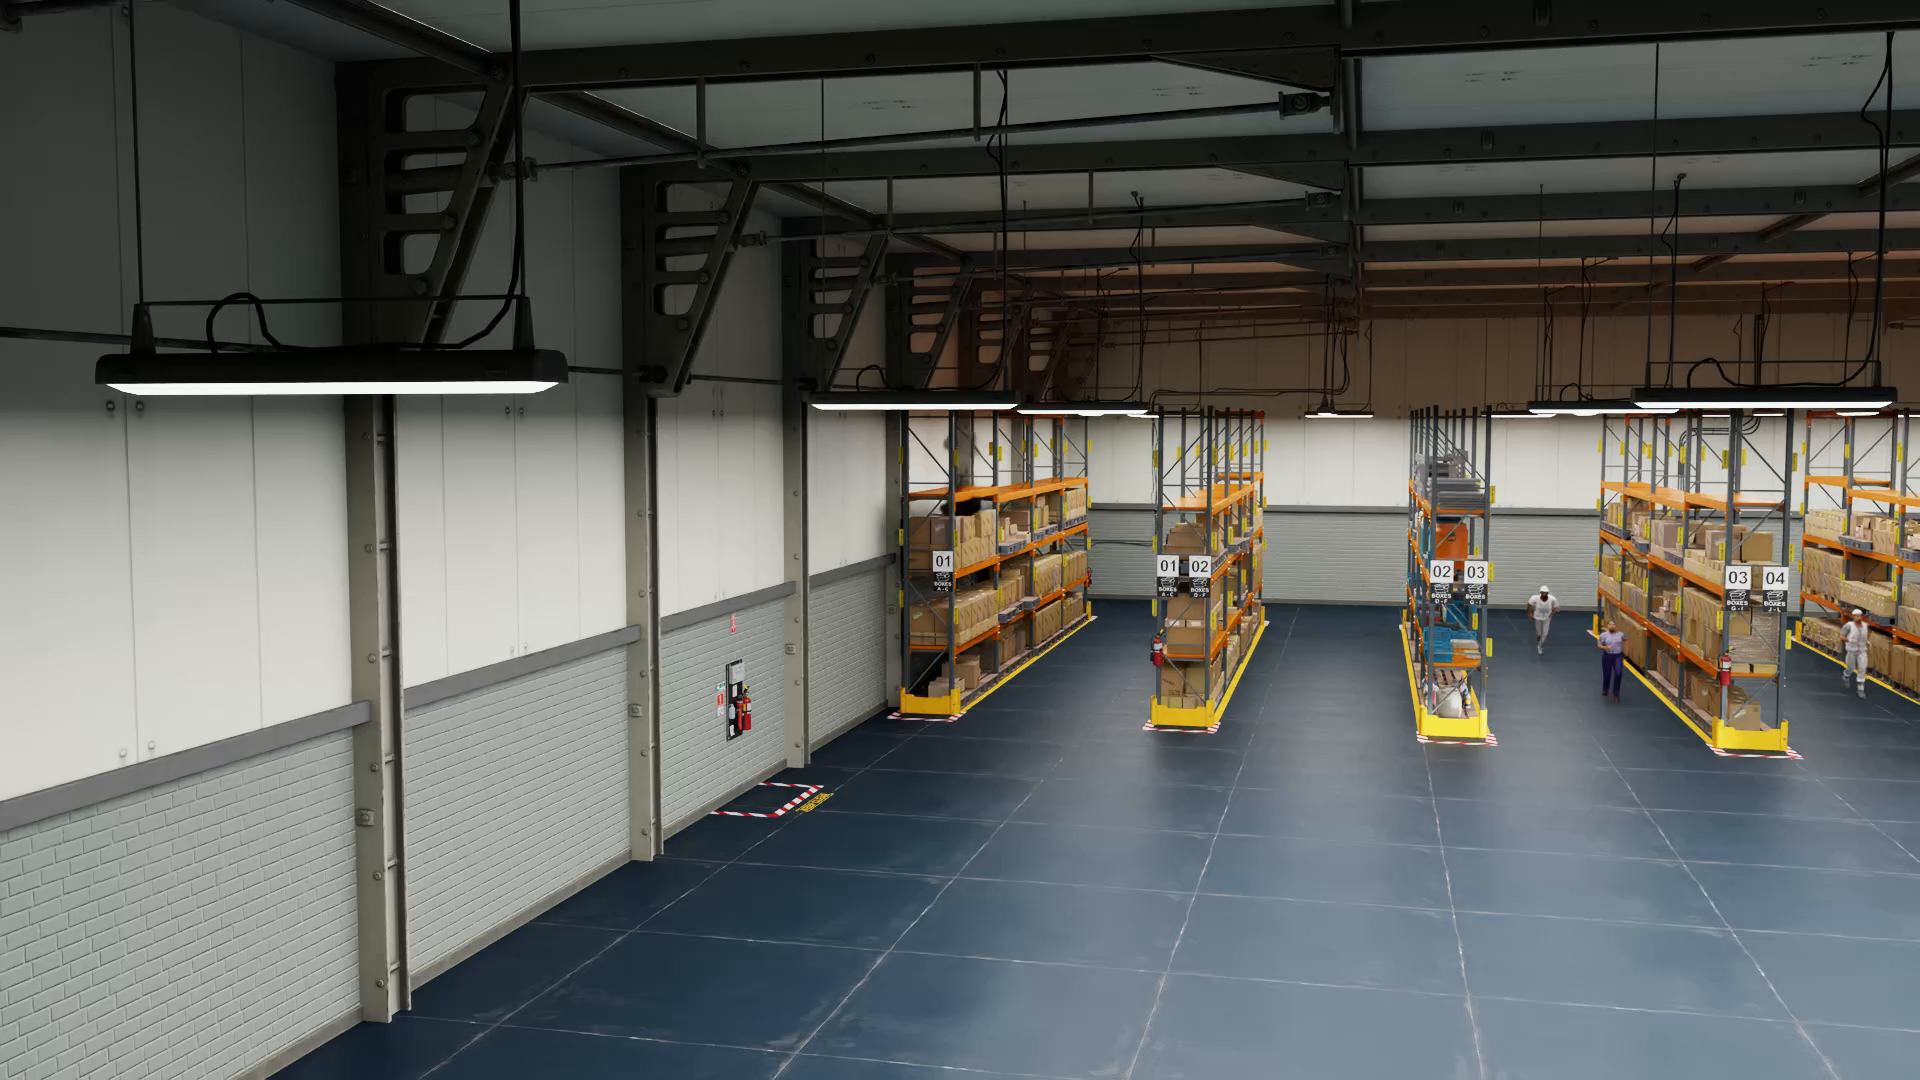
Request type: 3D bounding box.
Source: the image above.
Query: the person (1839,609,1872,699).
[{"bbox_3d":[18.694,2.338,34.713,0.655,1.811,0.991,1,4,10],"label":"person"}]

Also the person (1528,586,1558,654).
[{"bbox_3d":[14.350,1.960,40.969,0.684,1.689,0.779,1,4,10],"label":"person"}]

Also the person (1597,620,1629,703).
[{"bbox_3d":[13.391,2.478,34.115,0.608,1.686,0.802,1,4,19],"label":"person"}]
